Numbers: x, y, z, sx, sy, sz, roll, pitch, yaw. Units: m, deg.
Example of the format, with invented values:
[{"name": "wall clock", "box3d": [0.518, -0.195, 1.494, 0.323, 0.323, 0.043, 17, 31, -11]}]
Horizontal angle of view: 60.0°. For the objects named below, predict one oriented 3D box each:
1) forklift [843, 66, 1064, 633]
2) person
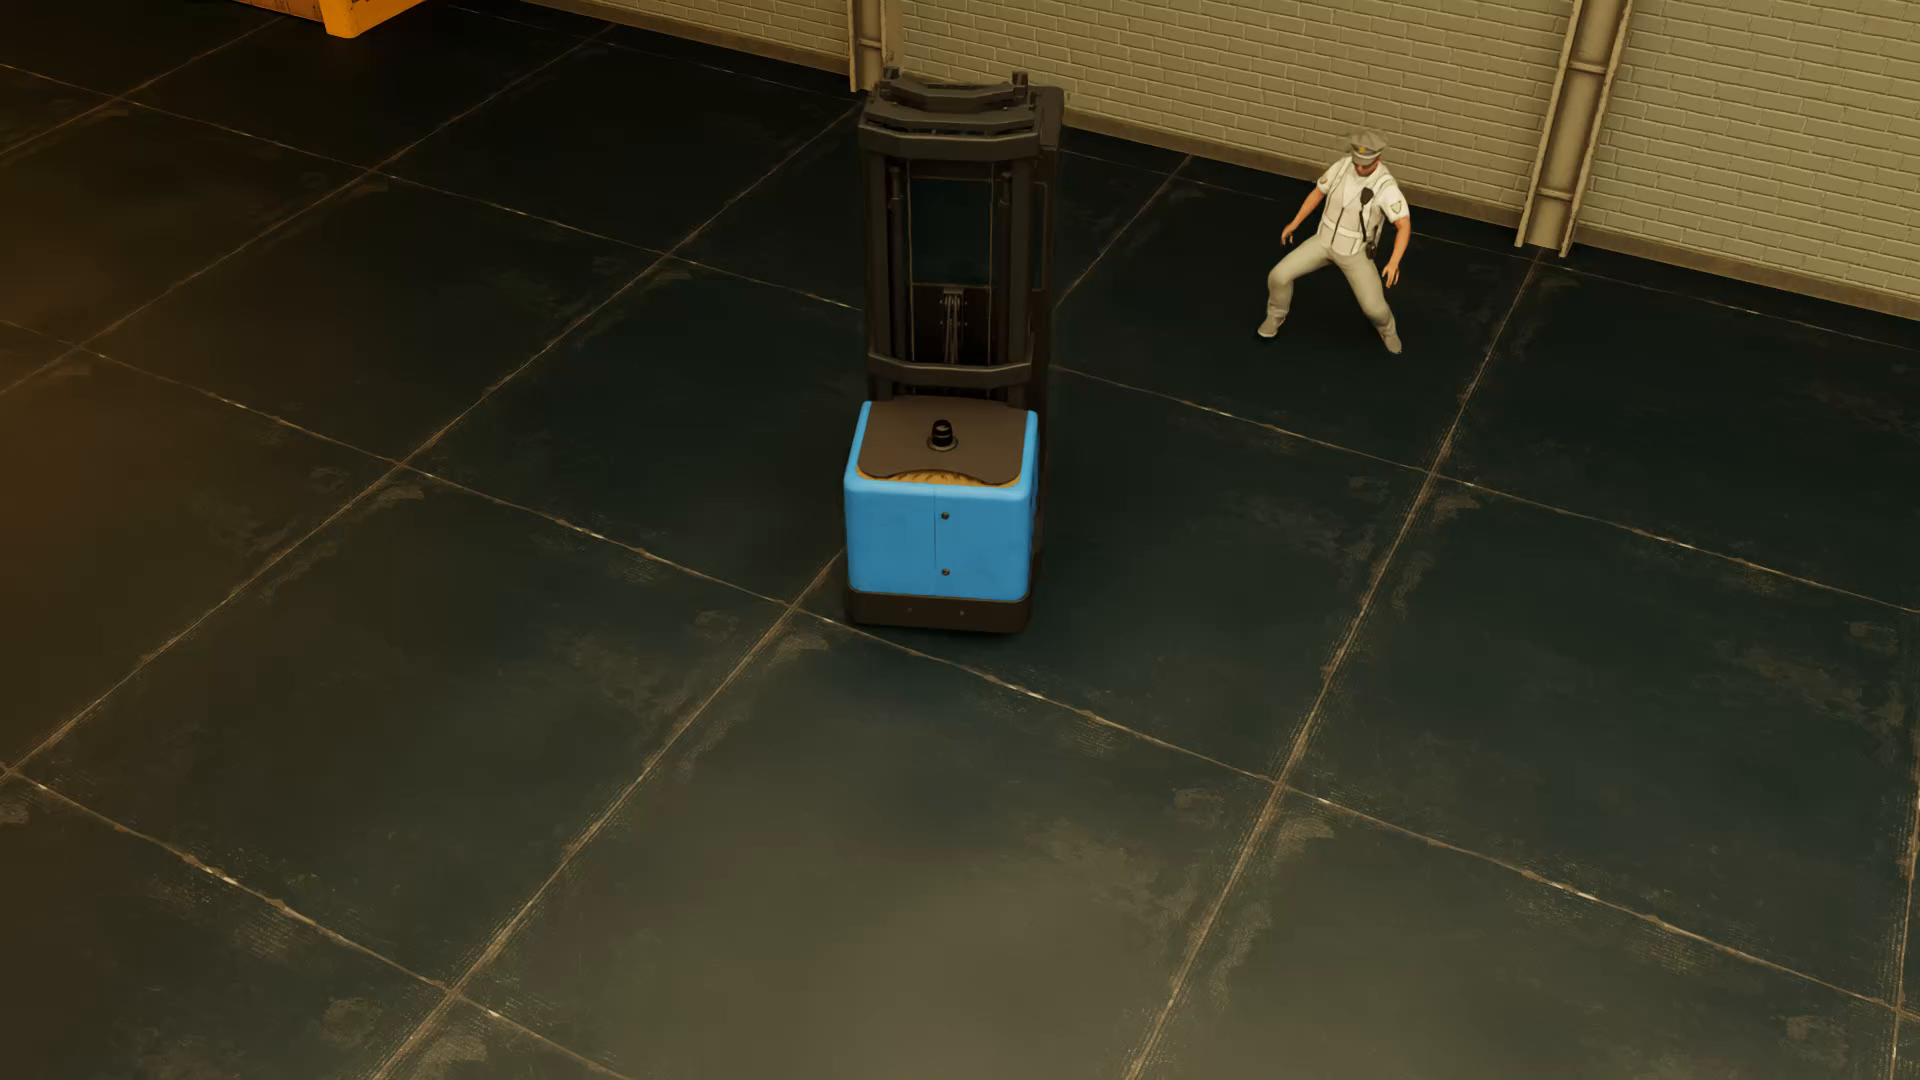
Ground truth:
[{"name": "forklift", "box3d": [0.008, -1.528, 9.801, 1.130, 2.935, 3.031, 4, 40, 4]}, {"name": "person", "box3d": [2.690, -2.020, 11.454, 0.950, 1.623, 0.775, 31, 49, 31]}]
